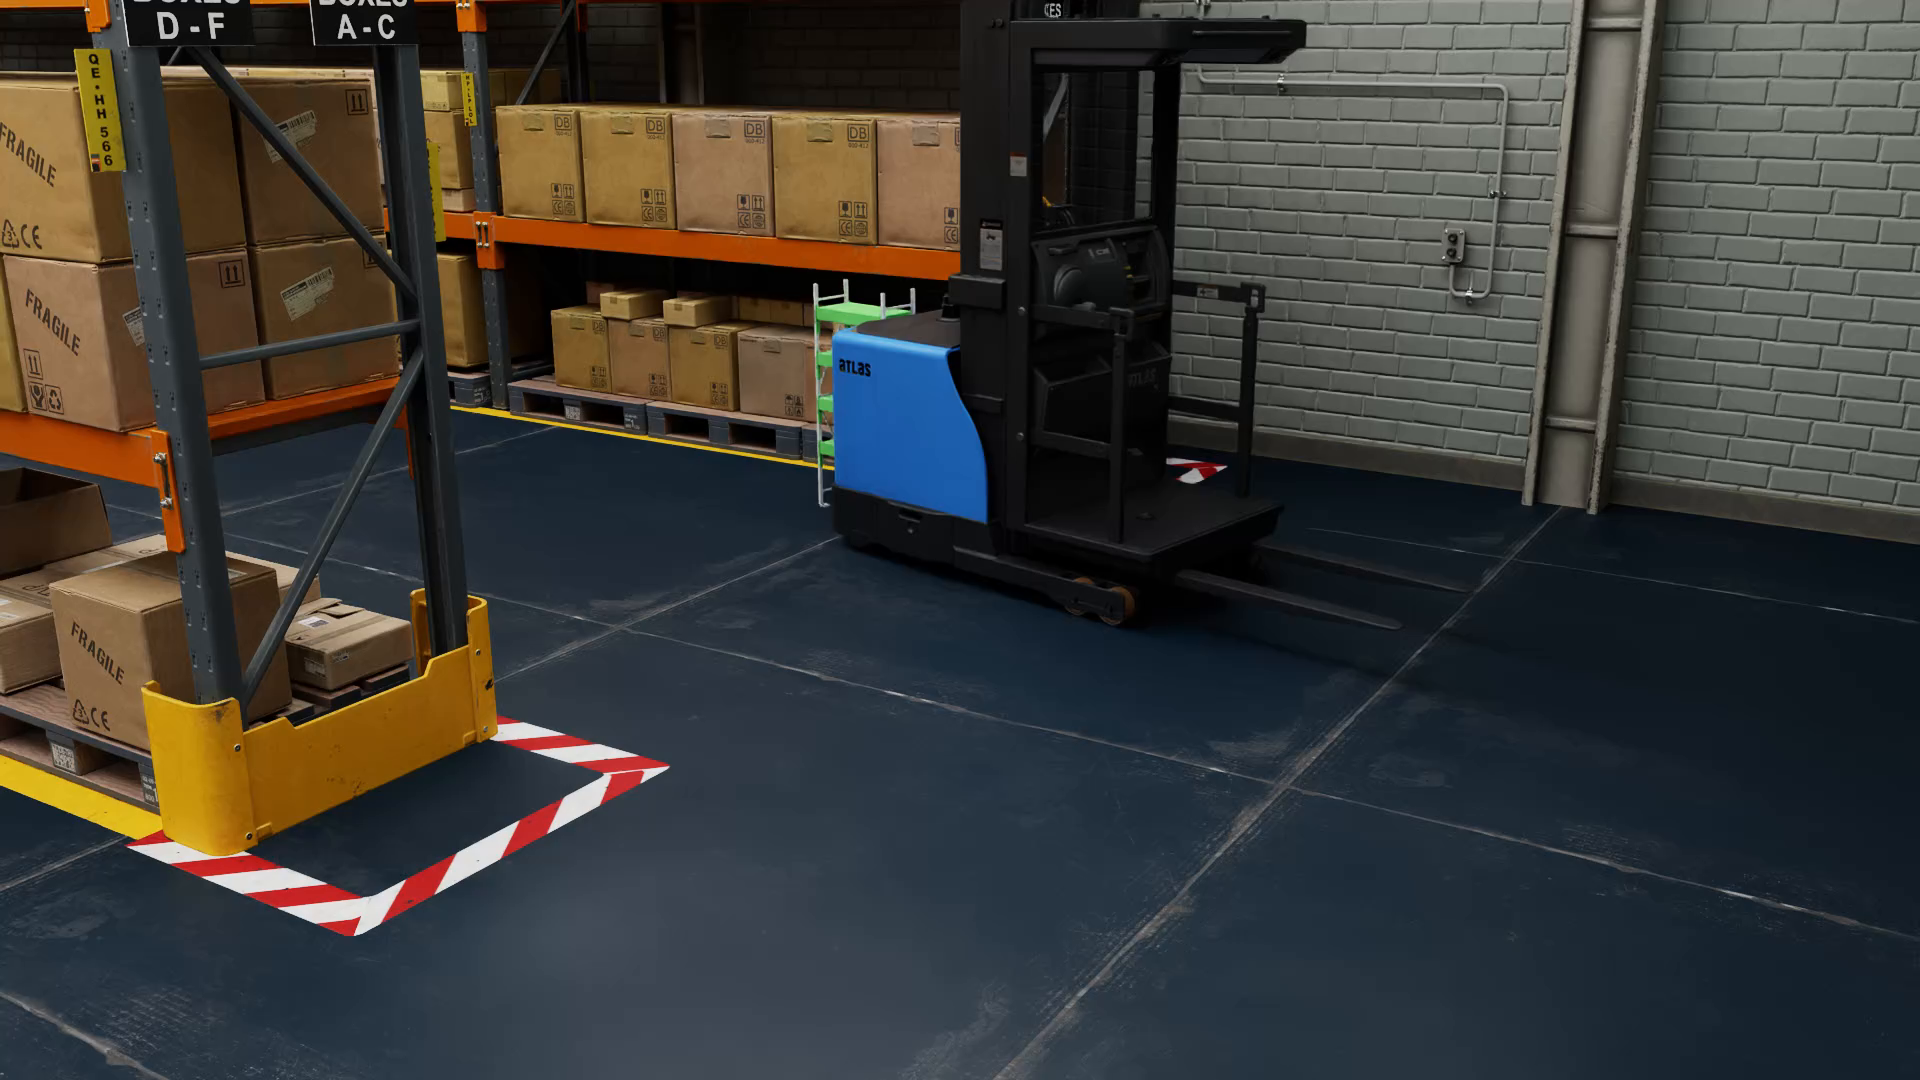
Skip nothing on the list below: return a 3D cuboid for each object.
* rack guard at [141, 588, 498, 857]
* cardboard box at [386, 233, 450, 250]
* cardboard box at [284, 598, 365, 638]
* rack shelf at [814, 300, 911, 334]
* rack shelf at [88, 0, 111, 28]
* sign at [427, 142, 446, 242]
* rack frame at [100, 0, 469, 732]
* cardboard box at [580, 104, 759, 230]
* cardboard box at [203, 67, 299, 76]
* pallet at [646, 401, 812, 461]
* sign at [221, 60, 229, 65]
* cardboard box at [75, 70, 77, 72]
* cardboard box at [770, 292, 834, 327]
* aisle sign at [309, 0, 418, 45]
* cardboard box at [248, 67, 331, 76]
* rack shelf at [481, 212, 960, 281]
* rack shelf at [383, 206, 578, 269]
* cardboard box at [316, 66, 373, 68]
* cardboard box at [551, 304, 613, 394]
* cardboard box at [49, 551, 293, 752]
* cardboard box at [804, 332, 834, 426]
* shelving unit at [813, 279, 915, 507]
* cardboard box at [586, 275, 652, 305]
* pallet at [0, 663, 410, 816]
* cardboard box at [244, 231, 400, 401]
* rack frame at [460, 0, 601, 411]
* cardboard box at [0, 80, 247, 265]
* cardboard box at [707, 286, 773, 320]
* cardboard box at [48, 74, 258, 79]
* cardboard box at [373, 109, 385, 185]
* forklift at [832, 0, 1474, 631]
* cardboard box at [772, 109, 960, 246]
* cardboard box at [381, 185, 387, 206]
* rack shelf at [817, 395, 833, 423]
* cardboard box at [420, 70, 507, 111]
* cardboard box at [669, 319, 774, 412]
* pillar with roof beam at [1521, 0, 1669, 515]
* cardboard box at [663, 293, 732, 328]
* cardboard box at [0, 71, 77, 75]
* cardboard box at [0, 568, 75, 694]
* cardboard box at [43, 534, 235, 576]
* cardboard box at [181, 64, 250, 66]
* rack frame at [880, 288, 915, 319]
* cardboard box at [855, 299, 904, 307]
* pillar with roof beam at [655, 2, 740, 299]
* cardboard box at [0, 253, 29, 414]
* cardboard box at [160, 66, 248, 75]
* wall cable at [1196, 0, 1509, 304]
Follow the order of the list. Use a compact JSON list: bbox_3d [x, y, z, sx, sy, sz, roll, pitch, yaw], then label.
[{"bbox_3d":[-2.113,0.578,5.618,0.348,0.500,1.175,10,20,30],"label":"rack guard"},{"bbox_3d":[-4.249,-1.816,12.174,0.750,0.750,0.750,11,20,32],"label":"cardboard box"},{"bbox_3d":[-2.439,0.352,6.179,0.250,0.166,0.380,10,20,30],"label":"cardboard box"},{"bbox_3d":[-0.495,-1.132,8.610,0.480,0.148,0.258,15,22,40],"label":"rack shelf"},{"bbox_3d":[-3.753,-2.002,5.887,4.000,0.370,1.077,10,20,30],"label":"rack shelf"},{"bbox_3d":[-1.765,-1.155,5.533,0.005,0.325,0.100,10,20,30],"label":"sign"},{"bbox_3d":[-2.049,-0.606,5.216,0.127,3.000,1.000,10,20,30],"label":"rack frame"},{"bbox_3d":[-1.795,-2.387,10.562,0.700,0.700,0.980,10,19,29],"label":"cardboard box"},{"bbox_3d":[-5.138,-3.320,12.140,0.500,0.250,0.500,10,20,30],"label":"cardboard box"},{"bbox_3d":[-1.217,-0.788,10.611,1.213,0.211,1.003,10,20,30],"label":"pallet"},{"bbox_3d":[-5.989,-3.743,13.549,0.005,0.325,0.100,10,20,30],"label":"sign"},{"bbox_3d":[-6.868,-3.710,13.388,0.250,0.149,0.380,7,18,21],"label":"cardboard box"},{"bbox_3d":[-0.978,-1.454,10.468,0.250,0.149,0.380,10,20,31],"label":"cardboard box"},{"bbox_3d":[-1.837,-1.913,5.044,0.004,0.787,0.394,10,20,30],"label":"aisle sign"},{"bbox_3d":[-4.700,-3.244,11.890,0.500,0.250,0.500,10,19,29],"label":"cardboard box"},{"bbox_3d":[-1.164,-1.794,10.363,4.000,0.370,1.077,10,20,30],"label":"rack shelf"},{"bbox_3d":[-4.572,-2.402,12.366,4.000,0.370,1.077,10,20,30],"label":"rack shelf"},{"bbox_3d":[-4.445,-3.369,12.302,0.500,0.250,0.500,10,19,29],"label":"cardboard box"},{"bbox_3d":[-2.284,-1.308,11.104,0.500,0.500,0.700,10,20,31],"label":"cardboard box"},{"bbox_3d":[-2.641,0.357,5.587,0.500,0.500,0.500,10,20,30],"label":"cardboard box"},{"bbox_3d":[-0.535,-0.996,10.079,0.500,0.500,0.700,10,20,30],"label":"cardboard box"},{"bbox_3d":[-0.495,-0.733,8.731,0.503,1.200,0.258,15,22,40],"label":"shelving unit"},{"bbox_3d":[-2.304,-1.690,11.245,0.250,0.149,0.380,10,20,30],"label":"cardboard box"},{"bbox_3d":[-2.793,0.595,6.058,1.213,0.211,1.003,10,20,30],"label":"pallet"},{"bbox_3d":[-2.289,-0.787,5.639,0.500,0.500,0.500,11,20,31],"label":"cardboard box"},{"bbox_3d":[-2.868,-2.442,11.260,0.127,3.000,1.000,10,20,30],"label":"rack frame"},{"bbox_3d":[-2.572,-1.132,5.055,0.500,0.500,0.500,10,20,30],"label":"cardboard box"},{"bbox_3d":[-1.414,-1.531,10.724,0.250,0.149,0.380,10,20,31],"label":"cardboard box"},{"bbox_3d":[-2.738,-1.343,5.749,0.500,0.500,0.500,10,20,31],"label":"cardboard box"},{"bbox_3d":[-3.833,-2.725,11.473,0.500,0.500,0.500,10,20,31],"label":"cardboard box"},{"bbox_3d":[0.797,-1.206,7.308,3.031,2.935,1.130,15,22,40],"label":"forklift"},{"bbox_3d":[-0.525,-2.160,9.816,0.700,0.700,0.980,10,20,30],"label":"cardboard box"},{"bbox_3d":[-3.985,-2.422,11.590,0.250,0.149,0.380,10,20,30],"label":"cardboard box"},{"bbox_3d":[-0.495,-0.672,8.750,0.480,0.148,0.258,15,22,40],"label":"rack shelf"},{"bbox_3d":[-3.400,-3.008,11.116,0.500,0.250,0.500,11,20,31],"label":"cardboard box"},{"bbox_3d":[-1.422,-1.152,10.591,0.500,0.500,0.700,11,20,31],"label":"cardboard box"},{"bbox_3d":[1.041,-3.442,4.229,0.400,9.000,9.100,10,20,30],"label":"pillar with roof beam"},{"bbox_3d":[-1.643,-1.442,10.429,0.250,0.149,0.380,9,19,28],"label":"cardboard box"},{"bbox_3d":[-3.595,-1.497,6.258,0.500,0.500,0.500,10,20,30],"label":"cardboard box"},{"bbox_3d":[-3.435,0.325,6.124,0.500,0.250,0.500,10,20,30],"label":"cardboard box"},{"bbox_3d":[-3.216,0.194,6.556,0.500,0.250,0.500,10,20,30],"label":"cardboard box"},{"bbox_3d":[-5.754,-3.604,13.078,0.500,0.250,0.500,11,20,32],"label":"cardboard box"},{"bbox_3d":[-0.313,-0.686,8.576,0.015,1.200,0.240,15,22,40],"label":"rack frame"},{"bbox_3d":[-0.542,-1.376,10.213,0.250,0.149,0.380,10,20,31],"label":"cardboard box"},{"bbox_3d":[-4.072,-4.354,7.233,0.400,9.000,9.100,10,20,30],"label":"pillar with roof beam"},{"bbox_3d":[-3.017,-0.733,5.461,0.500,0.500,0.500,10,20,31],"label":"cardboard box"},{"bbox_3d":[-5.566,-3.395,12.388,0.500,0.250,0.500,10,19,29],"label":"cardboard box"},{"bbox_3d":[2.127,-2.359,9.240,1.851,1.984,0.084,10,20,30],"label":"wall cable"}]
